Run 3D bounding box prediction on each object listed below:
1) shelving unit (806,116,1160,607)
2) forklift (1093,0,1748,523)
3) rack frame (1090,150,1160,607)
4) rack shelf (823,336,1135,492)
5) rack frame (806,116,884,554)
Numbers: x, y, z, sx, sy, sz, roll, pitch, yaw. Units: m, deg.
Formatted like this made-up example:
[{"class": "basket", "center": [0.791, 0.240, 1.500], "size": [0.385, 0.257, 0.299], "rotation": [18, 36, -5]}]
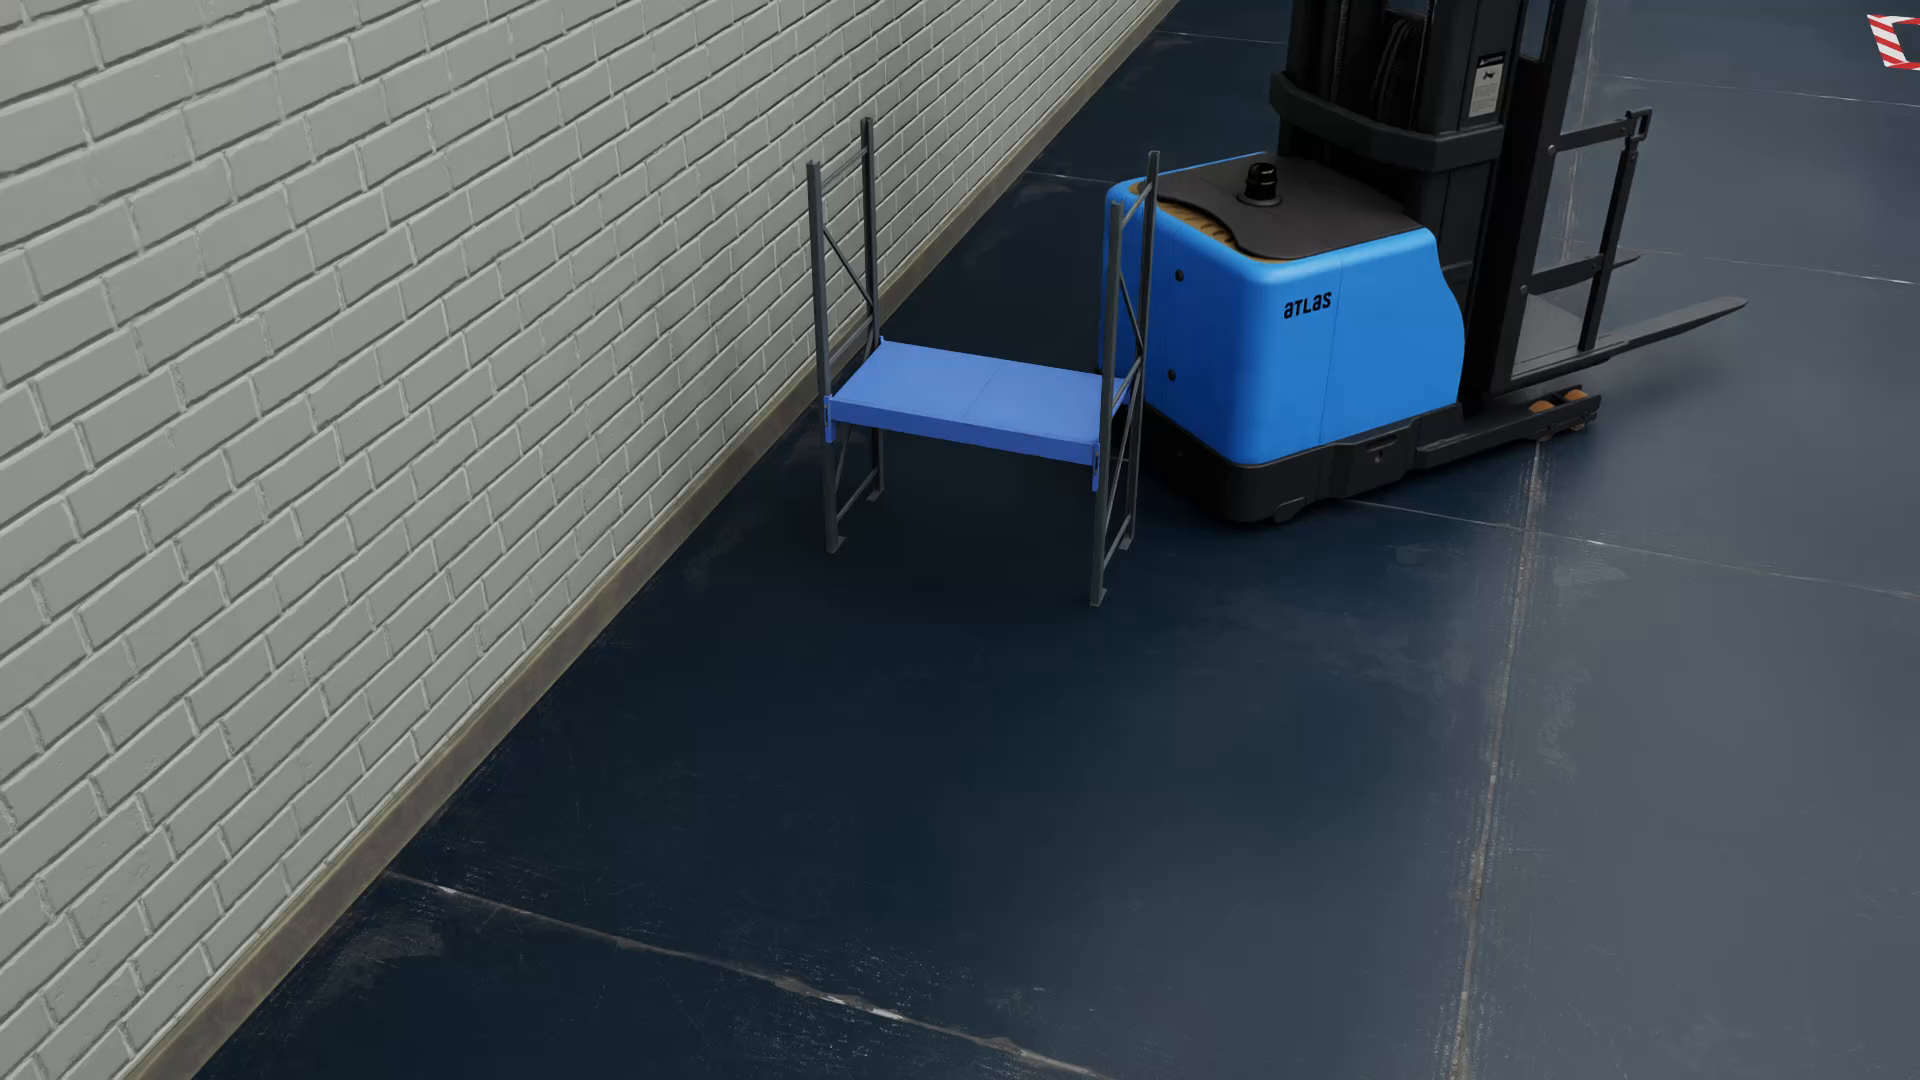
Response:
[{"class": "shelving unit", "center": [0.080, -0.614, 5.819], "size": [1.048, 1.500, 0.538], "rotation": [11, 34, 16]}, {"class": "forklift", "center": [2.081, -1.870, 6.443], "size": [3.031, 2.935, 1.130], "rotation": [-17, 37, -25]}, {"class": "rack frame", "center": [0.559, -0.521, 5.675], "size": [0.032, 1.500, 0.500], "rotation": [11, 34, 16]}, {"class": "rack shelf", "center": [0.080, -0.463, 5.917], "size": [1.000, 0.185, 0.538], "rotation": [11, 34, 16]}, {"class": "rack frame", "center": [-0.398, -0.708, 5.963], "size": [0.032, 1.500, 0.500], "rotation": [11, 34, 16]}]
